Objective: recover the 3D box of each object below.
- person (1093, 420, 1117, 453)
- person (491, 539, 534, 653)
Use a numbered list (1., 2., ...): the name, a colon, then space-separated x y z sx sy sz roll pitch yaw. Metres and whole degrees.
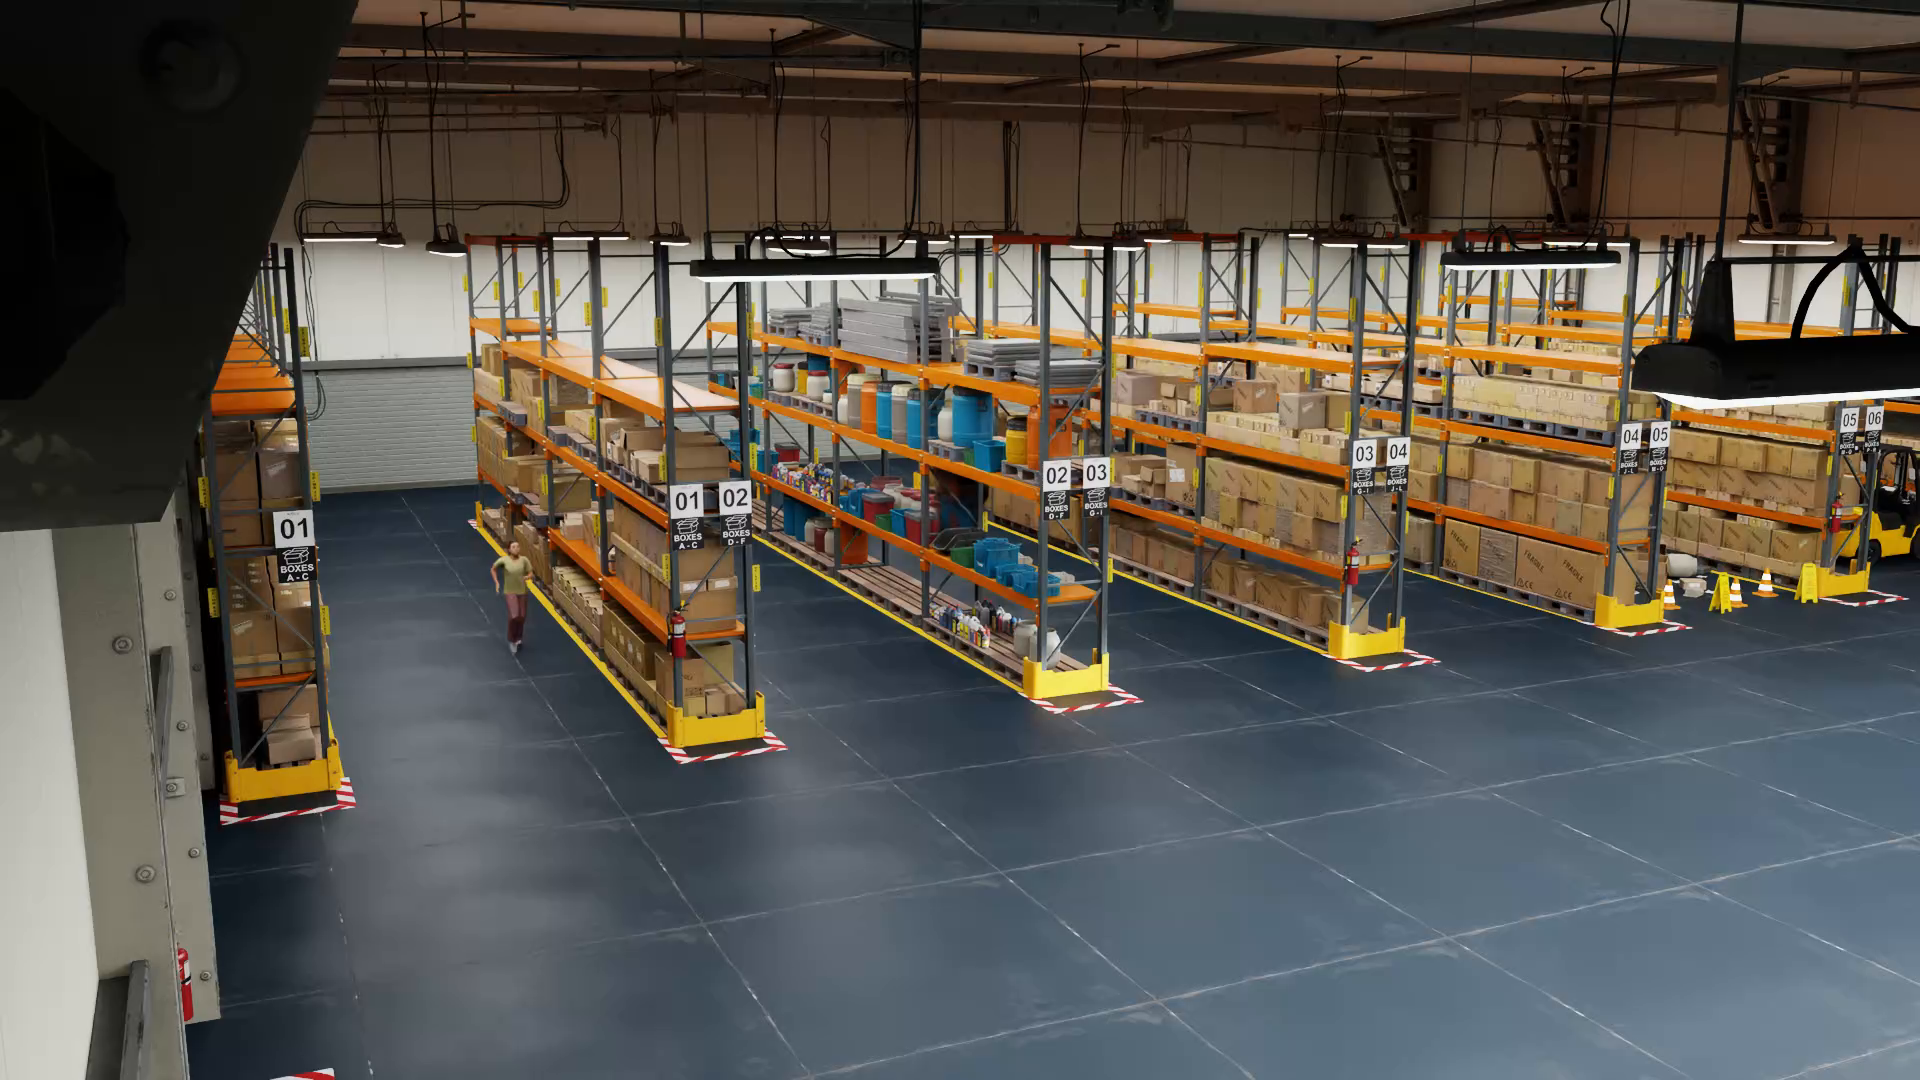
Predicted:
1. person: 3.756 -2.747 43.171 0.691 1.658 1.023 10 15 43
2. person: -6.564 0.816 24.536 0.570 1.689 0.688 -6 13 -29
